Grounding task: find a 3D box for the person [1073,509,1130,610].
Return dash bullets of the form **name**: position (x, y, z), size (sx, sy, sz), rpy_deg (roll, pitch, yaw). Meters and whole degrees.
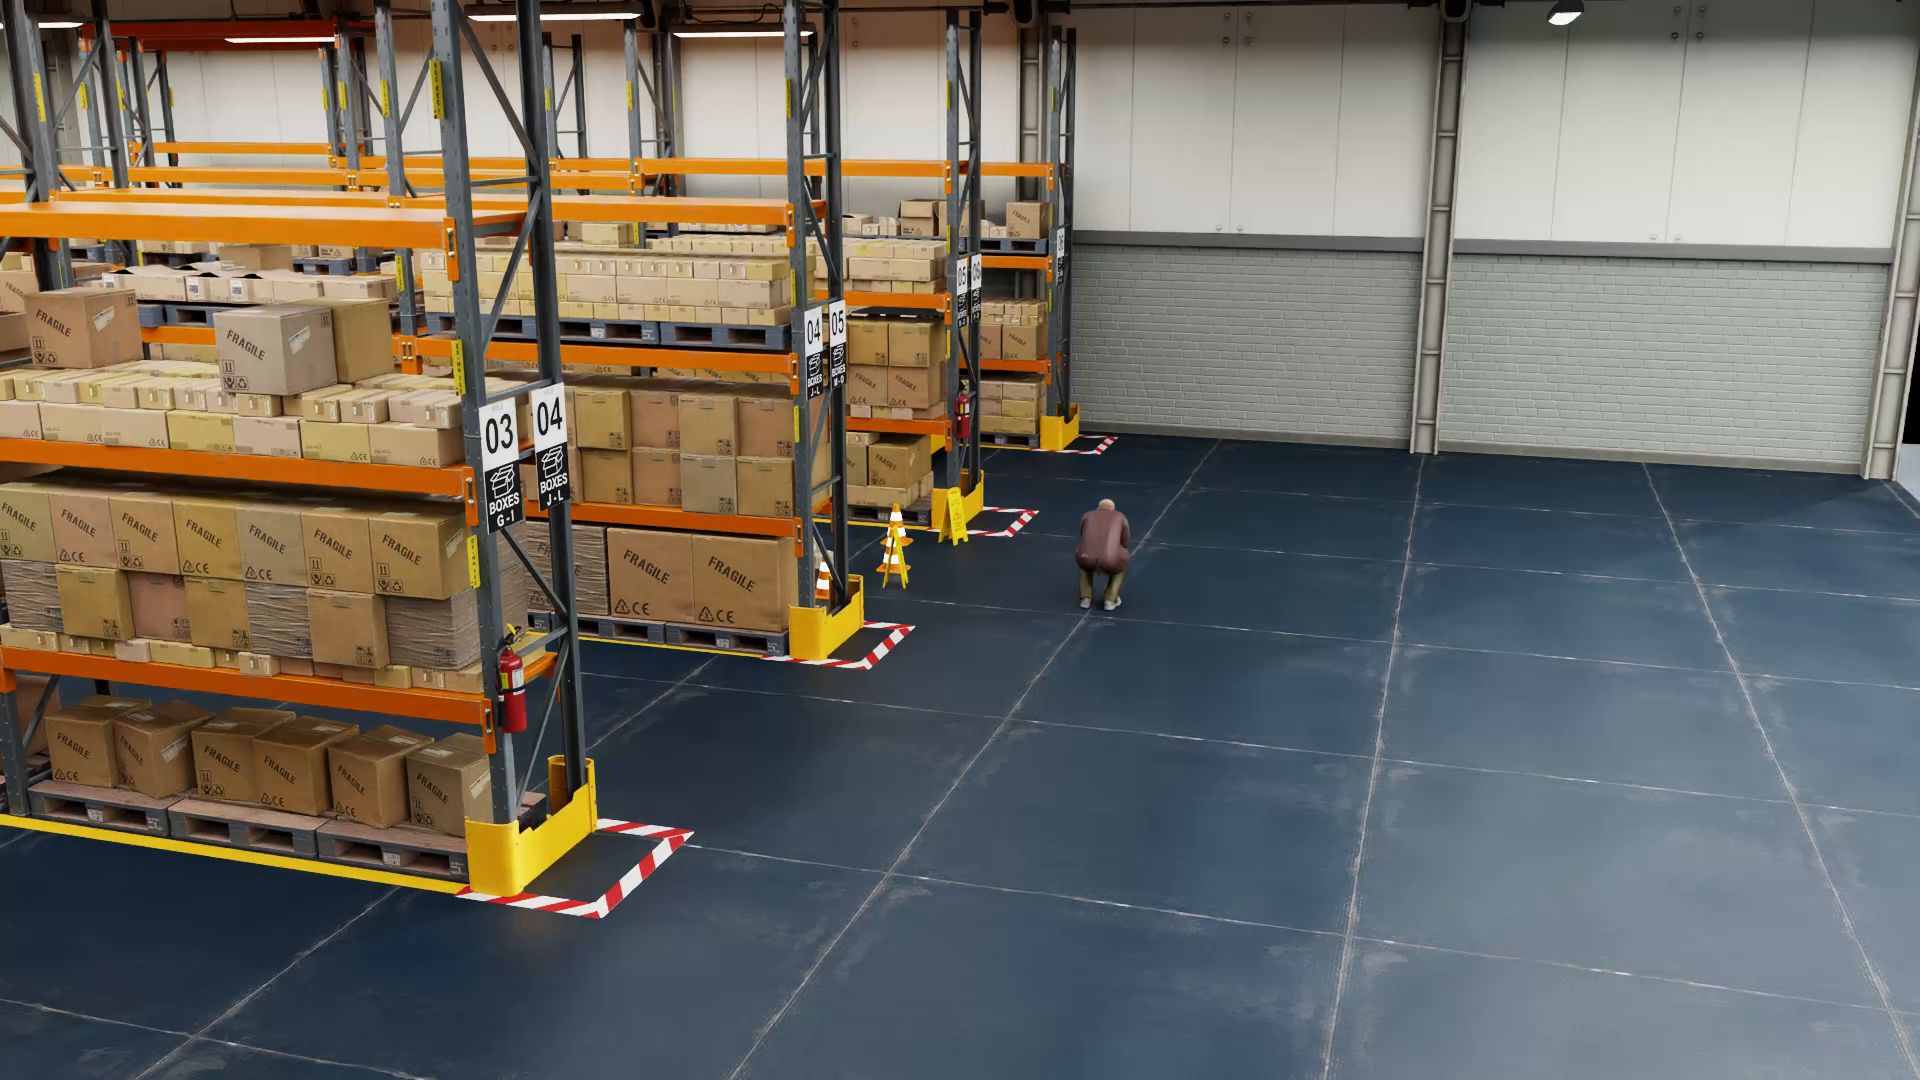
- **person**: position (1.454, 0.183, 16.968), size (0.586, 0.953, 0.849), rpy_deg (4, 15, 14)
